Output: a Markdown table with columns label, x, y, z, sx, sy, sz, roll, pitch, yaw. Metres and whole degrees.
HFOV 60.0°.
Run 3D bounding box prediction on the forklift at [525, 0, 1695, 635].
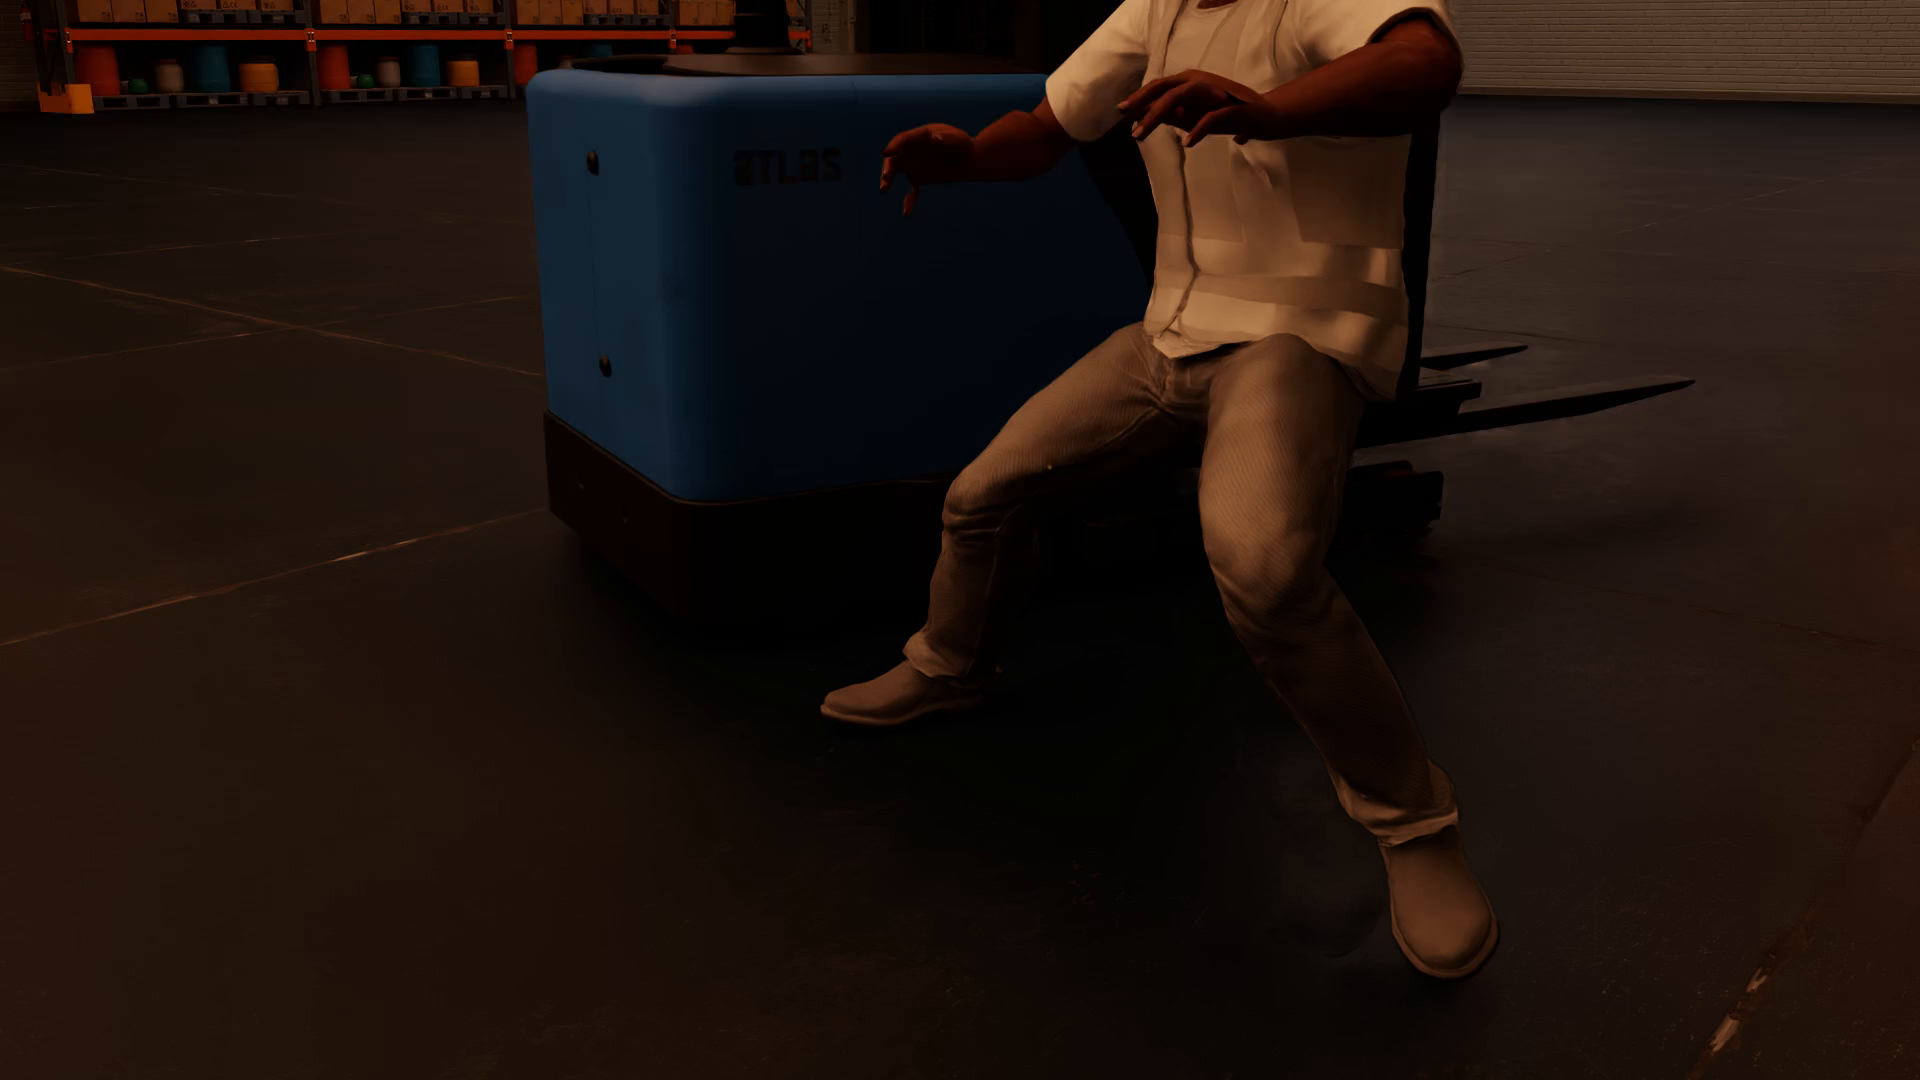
| label | x | y | z | sx | sy | sz | roll | pitch | yaw |
| --- | --- | --- | --- | --- | --- | --- | --- | --- | --- |
| forklift | 0.567 | -1.506 | 3.857 | 3.031 | 2.935 | 1.130 | -9 | 19 | -28 |

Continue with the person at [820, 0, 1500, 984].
| label | x | y | z | sx | sy | sz | roll | pitch | yaw |
| --- | --- | --- | --- | --- | --- | --- | --- | --- | --- |
| person | 0.288 | -0.300 | 2.302 | 0.698 | 1.533 | 1.196 | -7 | 18 | -22 |
